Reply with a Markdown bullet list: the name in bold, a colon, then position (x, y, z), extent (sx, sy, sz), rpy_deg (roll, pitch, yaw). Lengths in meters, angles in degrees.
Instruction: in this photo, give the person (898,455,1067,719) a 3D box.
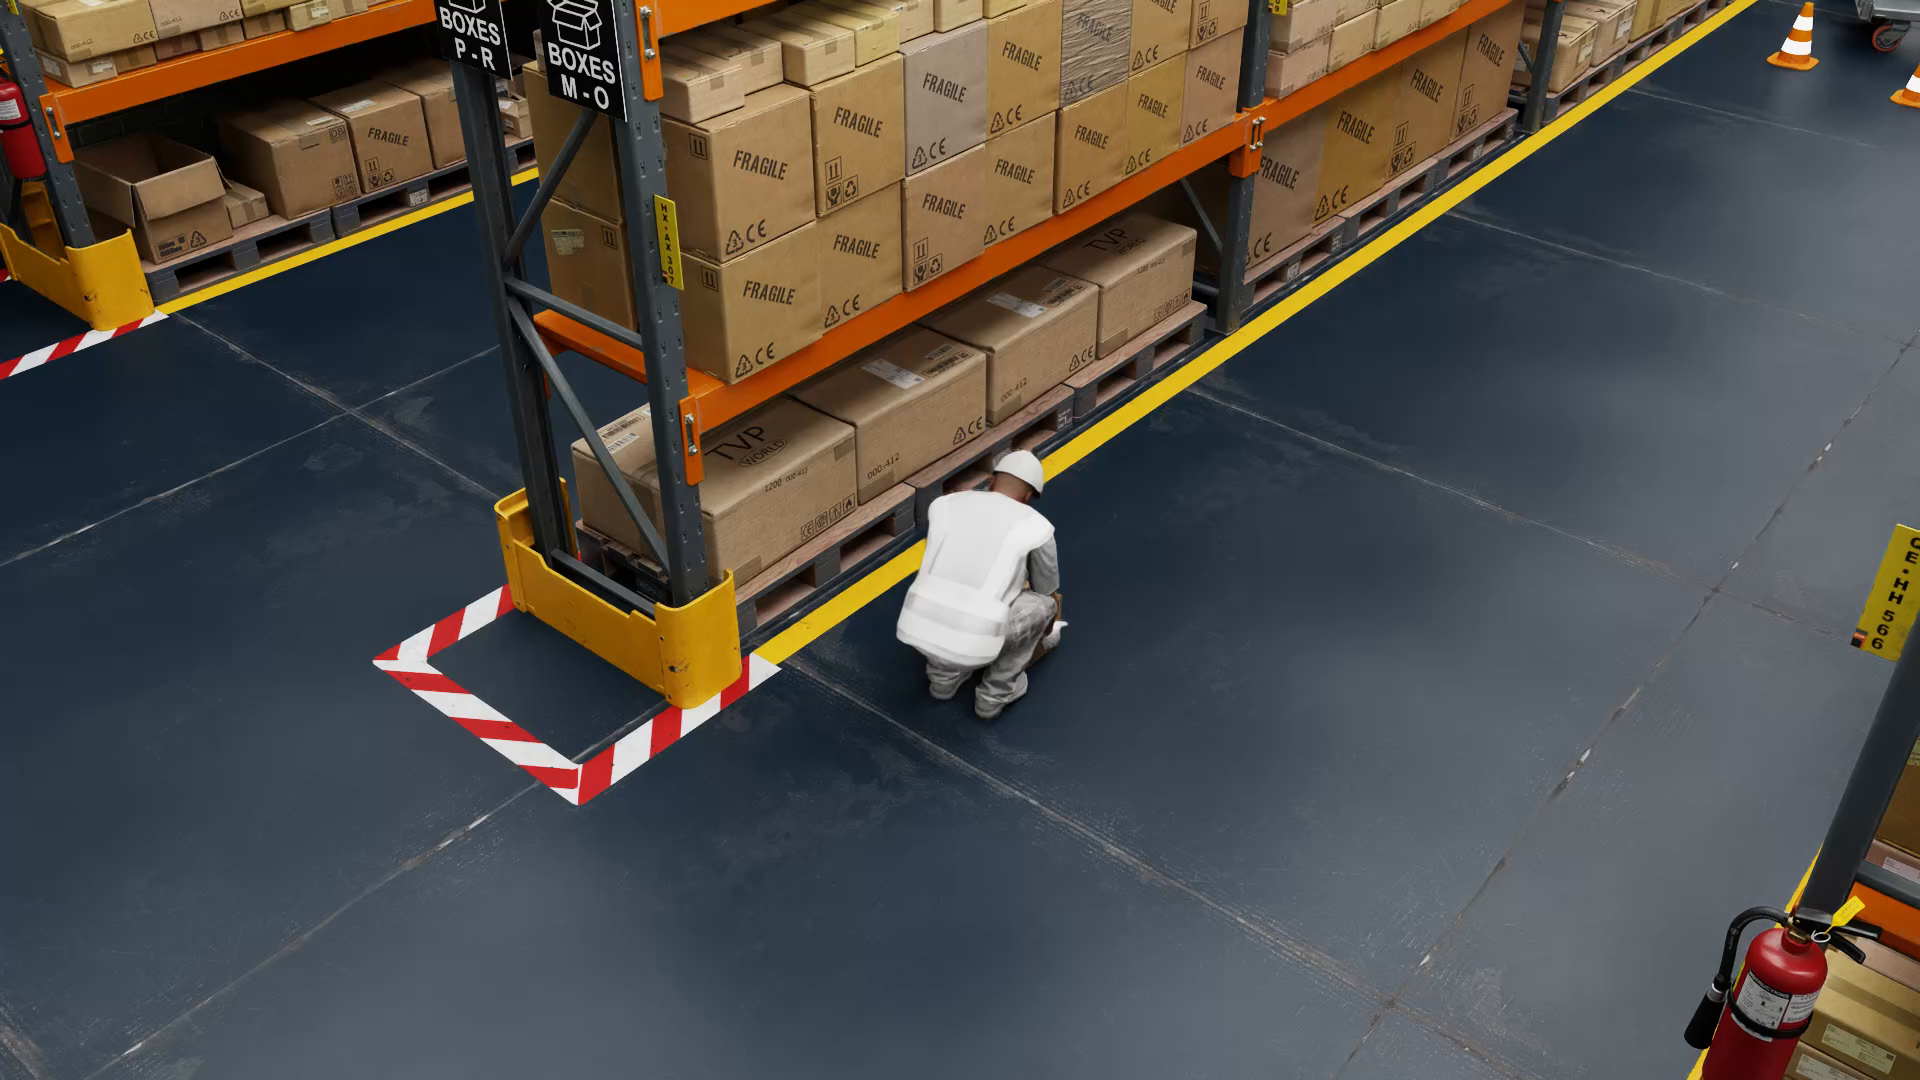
- **person**: position (0.094, 0.224, 6.657), extent (0.572, 0.900, 0.906), rpy_deg (20, 39, 26)
